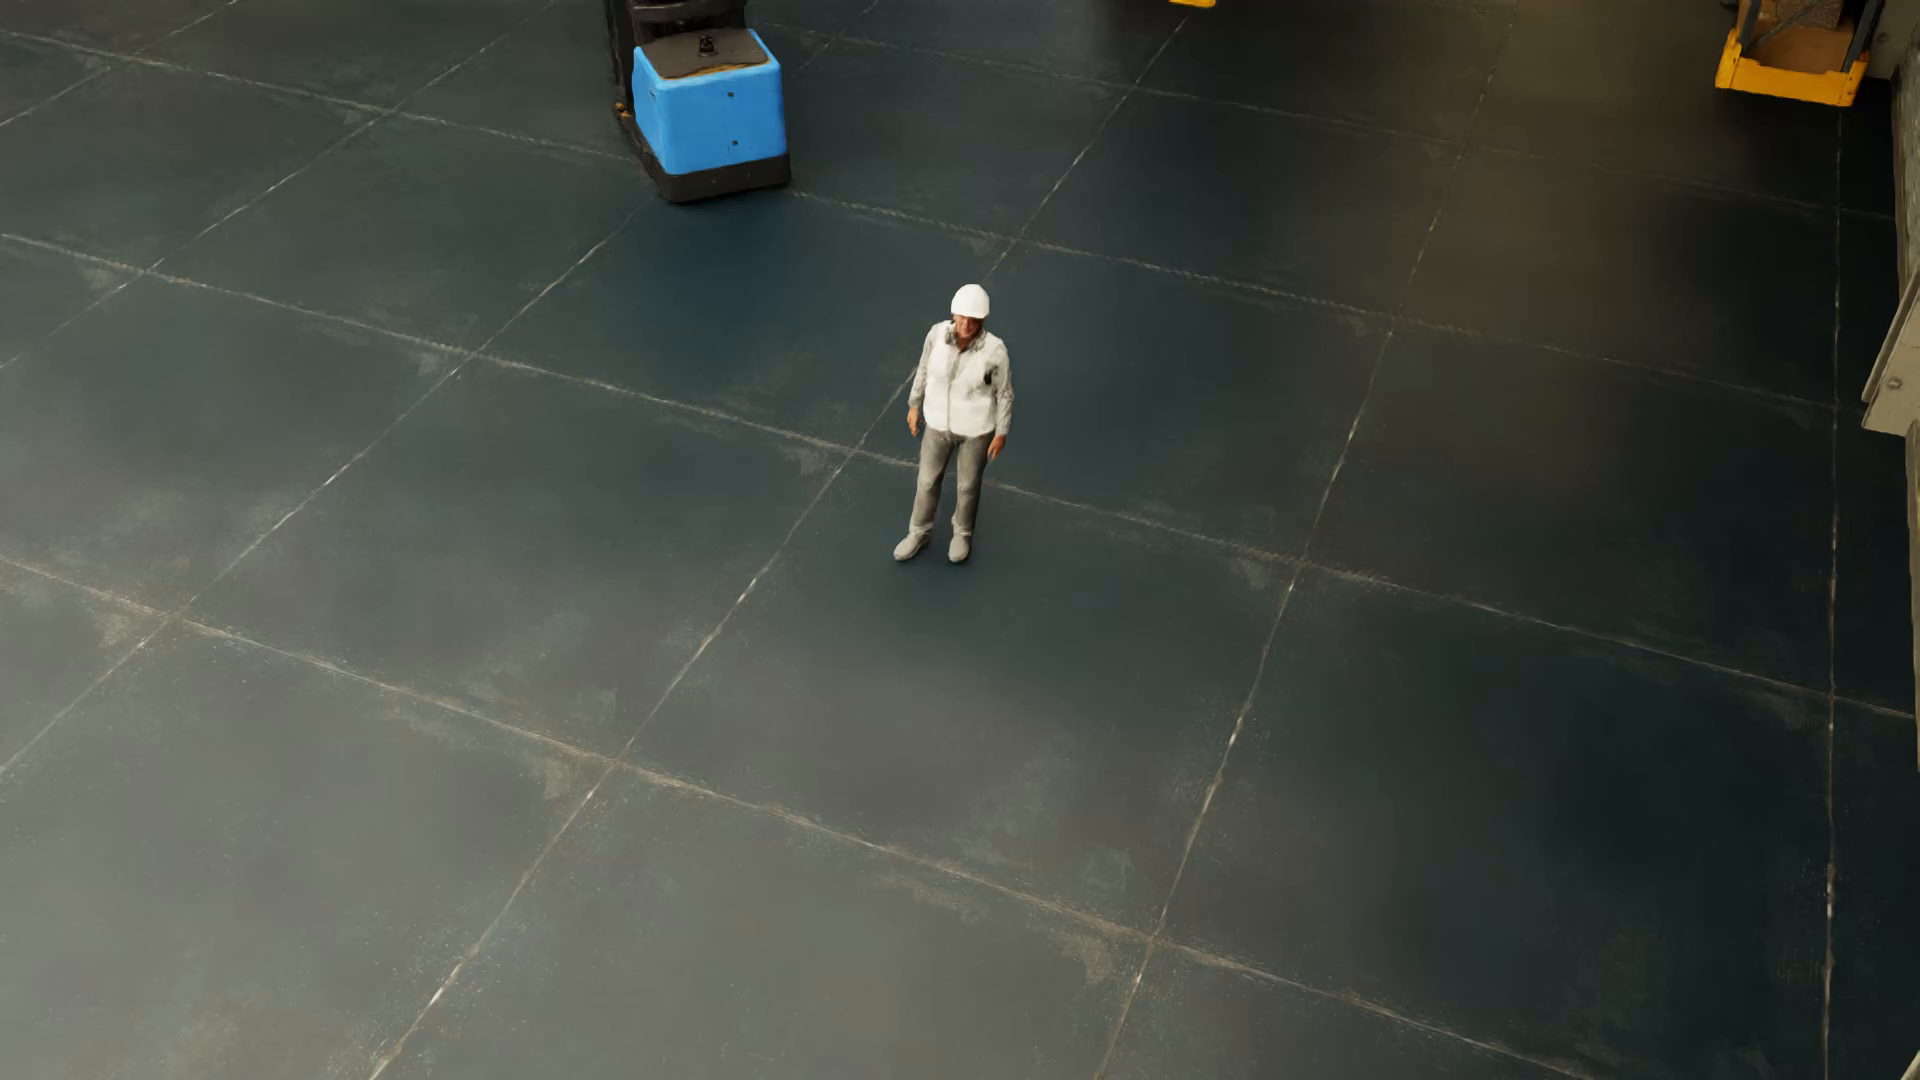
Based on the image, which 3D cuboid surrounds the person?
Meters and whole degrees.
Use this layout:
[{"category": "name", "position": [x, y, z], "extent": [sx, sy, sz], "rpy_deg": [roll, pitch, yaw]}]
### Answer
[{"category": "person", "position": [-0.031, -0.649, 9.675], "extent": [0.632, 1.768, 0.567], "rpy_deg": [15, 42, 17]}]

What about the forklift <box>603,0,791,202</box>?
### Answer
[{"category": "forklift", "position": [-2.431, -4.808, 13.750], "extent": [1.130, 2.935, 3.031], "rpy_deg": [-15, 42, -17]}]
